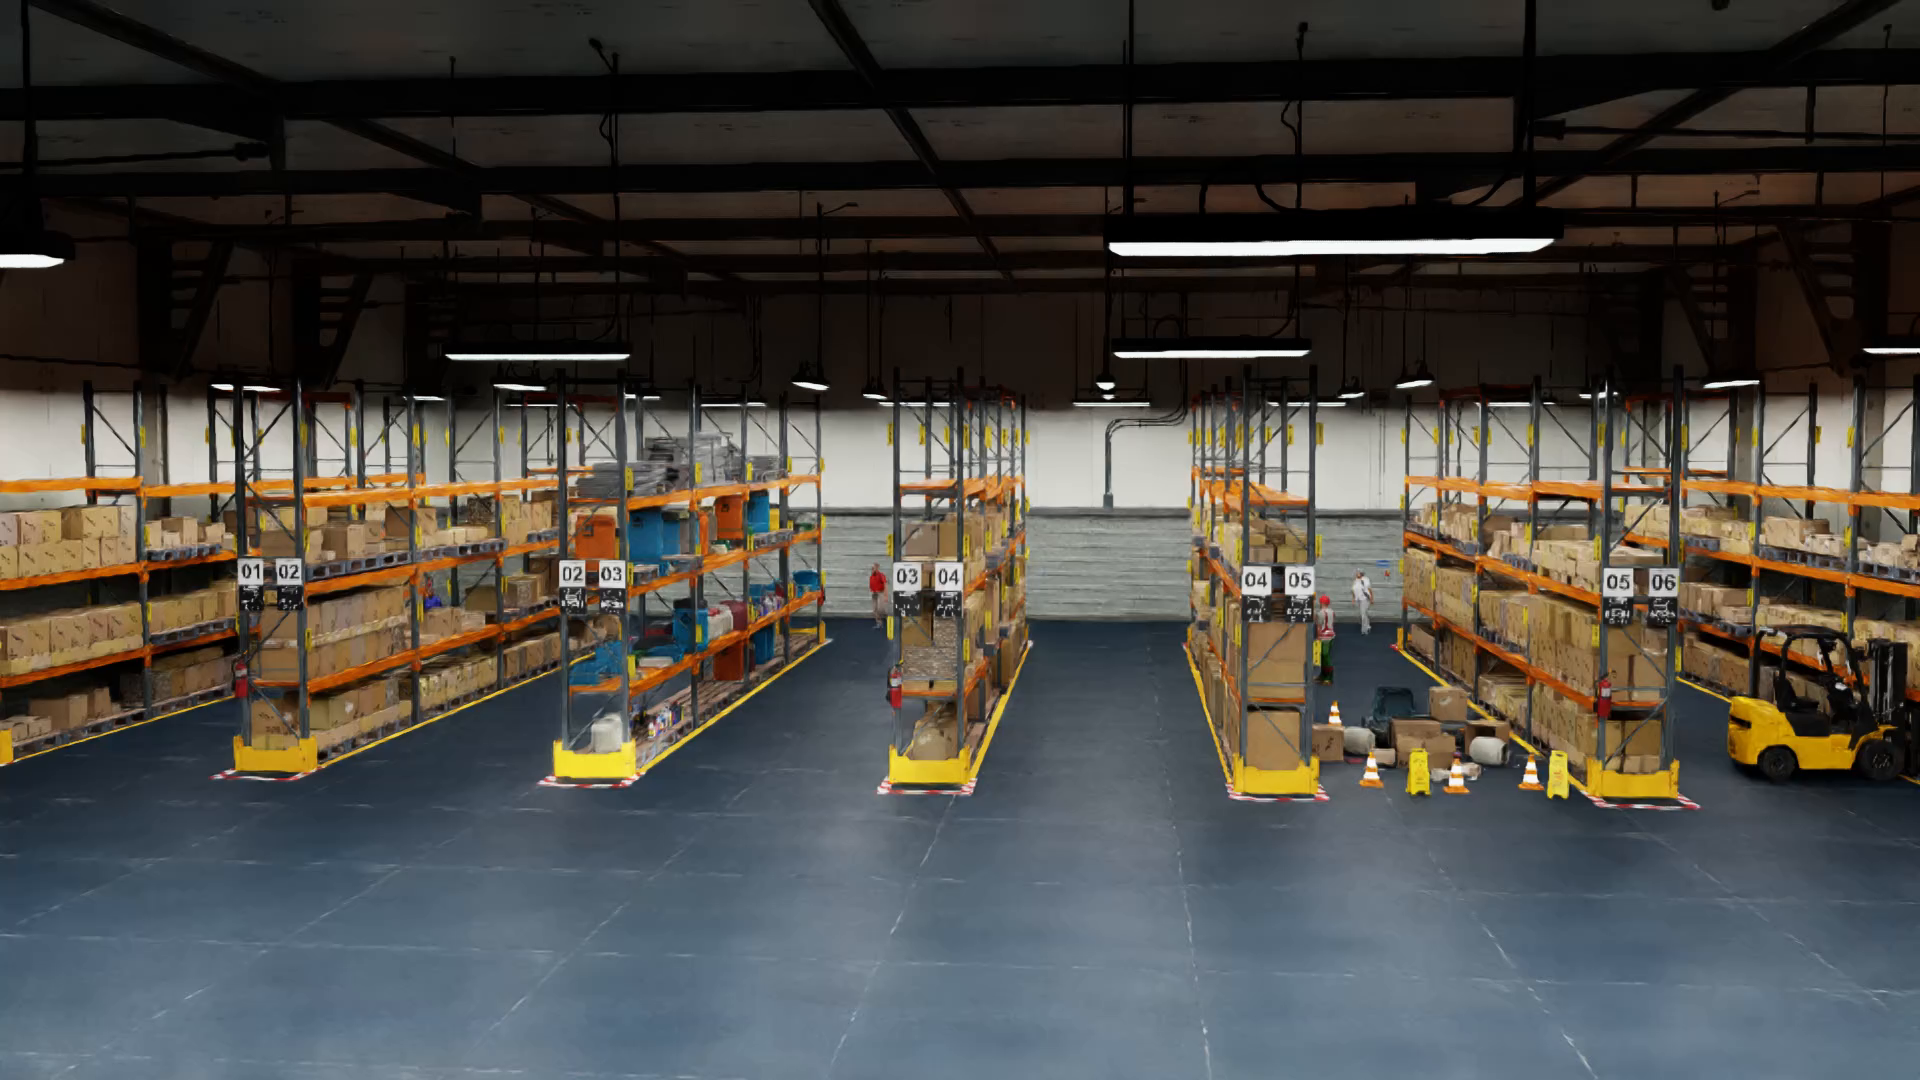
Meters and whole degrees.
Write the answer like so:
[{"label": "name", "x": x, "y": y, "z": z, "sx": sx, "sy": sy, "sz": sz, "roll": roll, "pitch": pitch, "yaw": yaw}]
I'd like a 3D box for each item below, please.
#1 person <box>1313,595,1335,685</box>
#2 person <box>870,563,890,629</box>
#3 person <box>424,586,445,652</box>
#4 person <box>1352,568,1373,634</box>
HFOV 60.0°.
[{"label": "person", "x": 7.349, "y": 2.005, "z": 33.653, "sx": 0.569, "sy": 1.786, "sz": 0.653, "roll": 3, "pitch": 4, "yaw": 36}, {"label": "person", "x": -2.062, "y": 1.455, "z": 43.348, "sx": 0.605, "sy": 1.721, "sz": 0.545, "roll": 3, "pitch": 5, "yaw": 43}, {"label": "person", "x": -12.047, "y": 1.840, "z": 38.056, "sx": 0.463, "sy": 1.583, "sz": 0.985, "roll": 0, "pitch": 4, "yaw": 4}, {"label": "person", "x": 10.311, "y": 1.553, "z": 42.485, "sx": 0.537, "sy": 1.691, "sz": 0.589, "roll": -2, "pitch": 4, "yaw": -32}]
